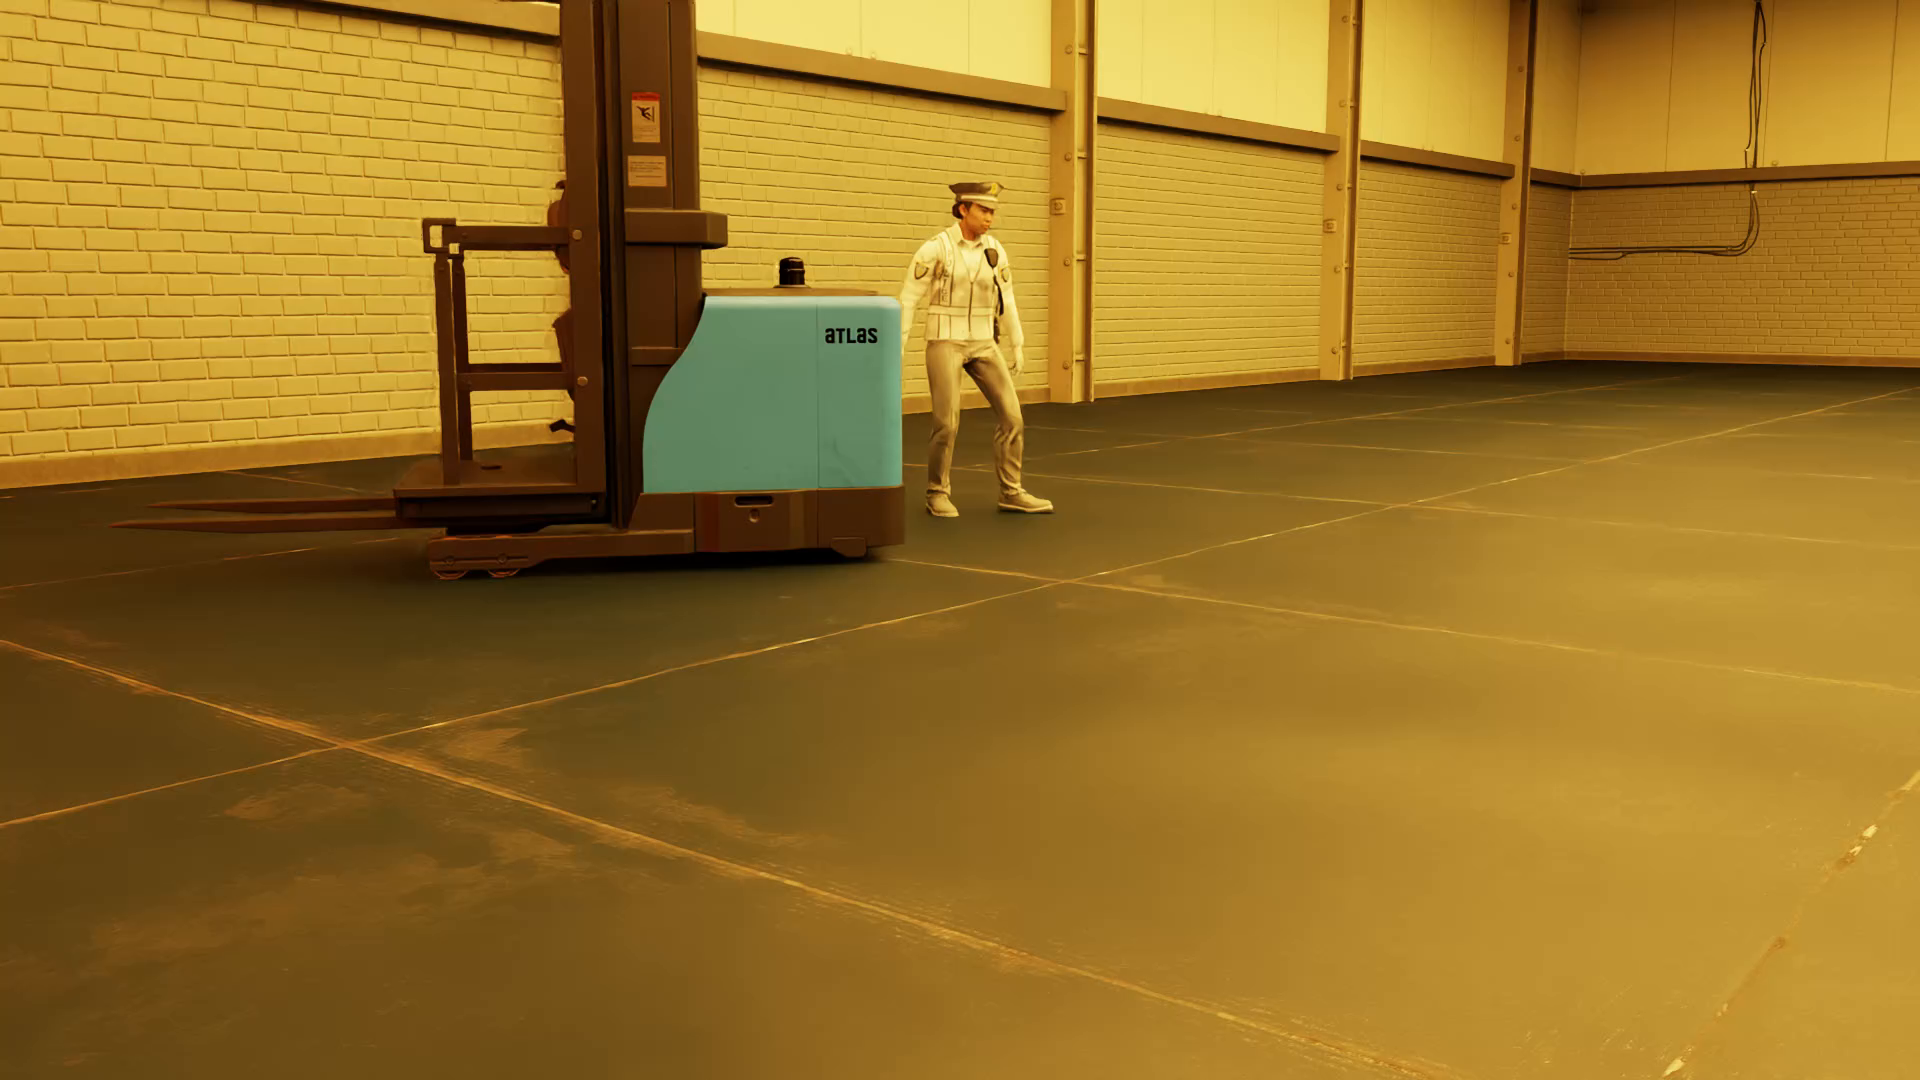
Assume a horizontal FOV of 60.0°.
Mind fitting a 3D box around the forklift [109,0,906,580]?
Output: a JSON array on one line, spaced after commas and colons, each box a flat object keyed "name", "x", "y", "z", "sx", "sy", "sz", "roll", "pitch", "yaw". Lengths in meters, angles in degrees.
[{"name": "forklift", "x": -1.797, "y": -1.382, "z": 6.725, "sx": 3.031, "sy": 2.935, "sz": 1.130, "roll": -2, "pitch": 9, "yaw": -13}]

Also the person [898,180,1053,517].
[{"name": "person", "x": 0.053, "y": -0.936, "z": 8.206, "sx": 0.793, "sy": 1.638, "sz": 0.389, "roll": -4, "pitch": 9, "yaw": -23}]
